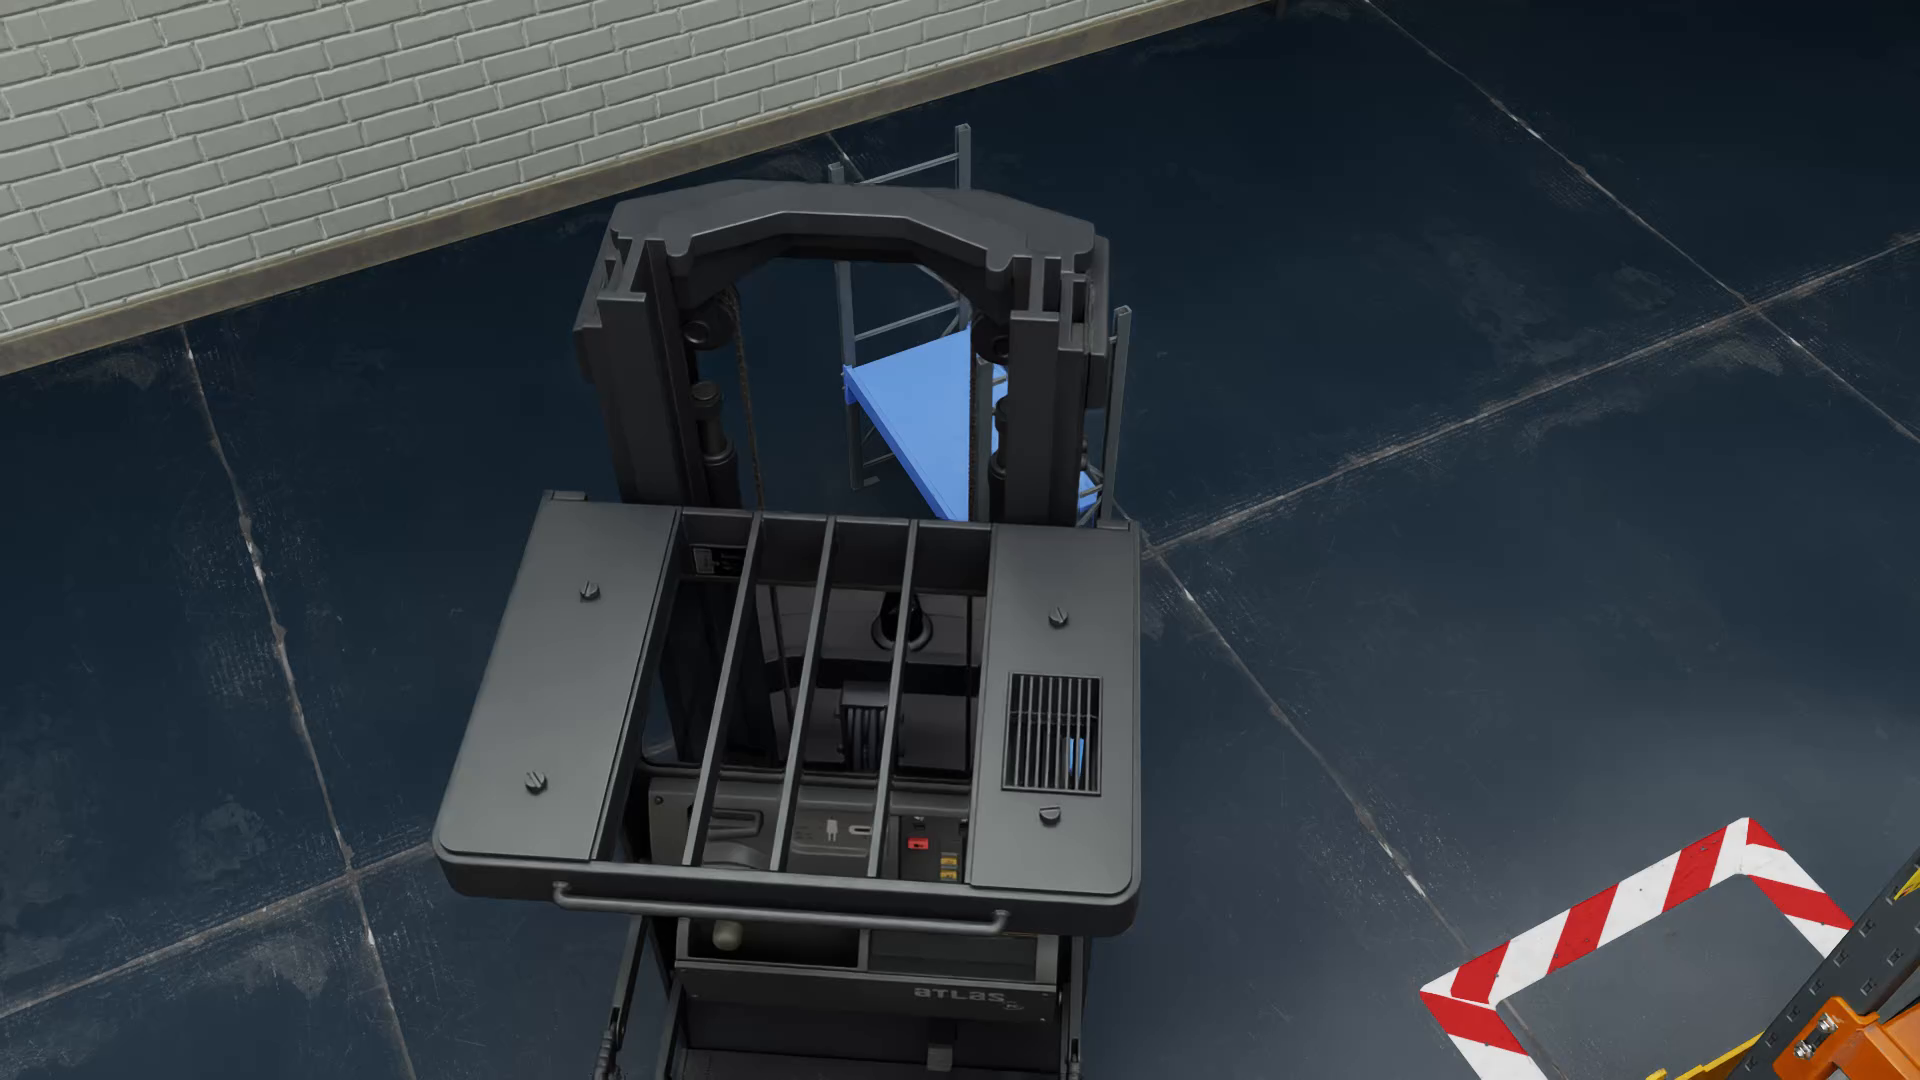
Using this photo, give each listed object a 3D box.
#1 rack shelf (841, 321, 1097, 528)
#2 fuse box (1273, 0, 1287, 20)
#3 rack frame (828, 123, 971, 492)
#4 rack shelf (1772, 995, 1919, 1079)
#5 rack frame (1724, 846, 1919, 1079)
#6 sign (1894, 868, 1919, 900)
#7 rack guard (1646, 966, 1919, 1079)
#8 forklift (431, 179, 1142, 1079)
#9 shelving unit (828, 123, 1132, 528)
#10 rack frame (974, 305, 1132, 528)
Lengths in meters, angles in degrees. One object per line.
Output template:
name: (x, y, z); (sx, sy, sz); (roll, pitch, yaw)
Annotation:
rack shelf: (0.039, -0.318, 5.771); (0.538, 0.185, 1.000); (-21, 52, -18)
fuse box: (1.690, -3.268, 7.971); (0.539, 1.711, 0.414); (-21, 52, -18)
rack frame: (-0.194, -0.777, 5.933); (0.500, 1.500, 0.032); (-21, 52, -18)
rack shelf: (3.272, 2.275, 2.745); (1.077, 0.370, 4.000); (-21, 52, -18)
rack frame: (2.356, 0.700, 3.645); (1.000, 3.000, 0.127); (-21, 52, -18)
sign: (1.860, 0.576, 3.126); (0.100, 0.325, 0.005); (-21, 52, -18)
rack guard: (2.346, 1.507, 4.600); (1.175, 0.500, 0.348); (-21, 52, -18)
forklift: (-0.239, 0.843, 3.565); (1.130, 2.935, 3.031); (3, 49, 3)
shelving unit: (0.039, -0.437, 5.636); (0.538, 1.500, 1.048); (-21, 52, -18)
rack frame: (0.272, -0.096, 5.338); (0.500, 1.500, 0.032); (-21, 52, -18)
